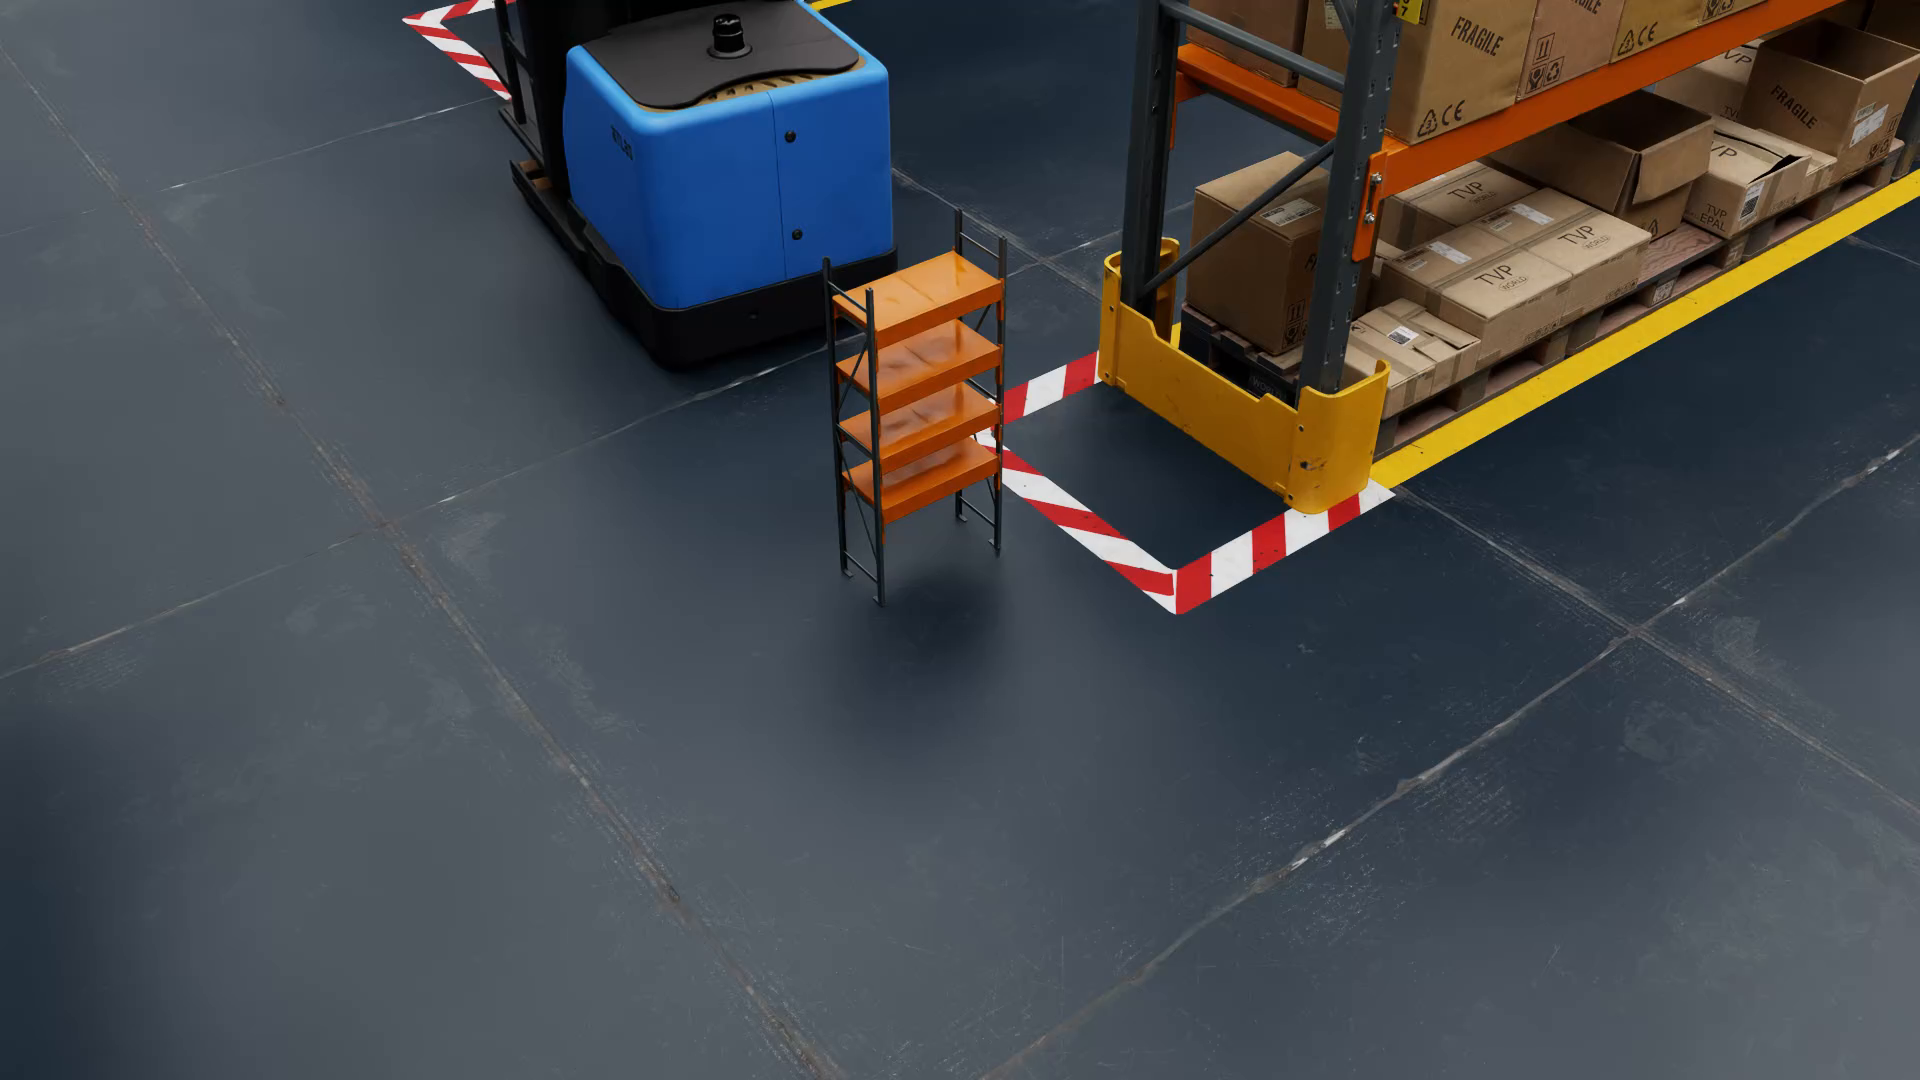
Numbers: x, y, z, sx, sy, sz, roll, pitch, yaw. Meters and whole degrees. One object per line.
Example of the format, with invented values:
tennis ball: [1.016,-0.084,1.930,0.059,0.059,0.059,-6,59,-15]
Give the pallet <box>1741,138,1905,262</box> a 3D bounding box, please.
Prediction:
pallet: [3.574,-1.766,7.736,1.213,0.211,1.003,-26,46,-28]

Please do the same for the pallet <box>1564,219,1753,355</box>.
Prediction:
pallet: [2.606,-1.292,7.159,1.213,0.211,1.003,-26,46,-28]

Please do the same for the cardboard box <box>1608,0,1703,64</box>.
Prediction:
cardboard box: [2.265,-2.035,5.787,0.500,0.500,0.500,-26,46,-28]

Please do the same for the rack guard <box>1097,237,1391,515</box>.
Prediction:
rack guard: [1.007,-0.626,6.119,0.348,0.500,1.175,-26,46,-28]

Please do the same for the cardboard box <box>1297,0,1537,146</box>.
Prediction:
cardboard box: [1.460,-1.641,5.306,0.500,0.500,0.500,-25,46,-27]

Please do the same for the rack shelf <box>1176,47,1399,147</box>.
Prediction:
rack shelf: [2.533,-2.134,6.399,3.809,0.124,0.919,-26,46,-28]

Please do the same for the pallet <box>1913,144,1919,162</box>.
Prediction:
pallet: [4.741,-2.364,8.466,1.213,0.211,1.003,-26,46,-28]

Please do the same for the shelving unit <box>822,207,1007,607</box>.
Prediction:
shelving unit: [-0.131,-0.400,5.291,0.503,1.200,0.258,-26,46,-28]

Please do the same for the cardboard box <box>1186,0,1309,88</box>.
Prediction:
cardboard box: [1.136,-1.912,5.637,0.500,0.500,0.500,-25,45,-27]

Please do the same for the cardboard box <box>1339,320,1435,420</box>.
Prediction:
cardboard box: [1.489,-0.620,6.042,0.250,0.149,0.380,-26,46,-28]

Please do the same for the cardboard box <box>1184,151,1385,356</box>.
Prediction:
cardboard box: [1.228,-1.101,6.351,0.500,0.500,0.500,-26,46,-28]

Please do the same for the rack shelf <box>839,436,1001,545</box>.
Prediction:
rack shelf: [-0.131,-0.194,5.460,0.480,0.148,0.258,-26,46,-28]

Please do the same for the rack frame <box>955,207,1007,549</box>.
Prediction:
rack frame: [0.062,-0.494,5.406,0.015,1.200,0.240,-26,46,-28]

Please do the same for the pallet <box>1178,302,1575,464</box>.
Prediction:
pallet: [1.639,-0.823,6.587,1.213,0.211,1.003,-26,46,-28]

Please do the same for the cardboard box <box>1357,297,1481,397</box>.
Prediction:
cardboard box: [1.687,-0.724,6.154,0.250,0.166,0.380,-26,46,-28]

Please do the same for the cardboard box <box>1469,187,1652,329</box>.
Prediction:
cardboard box: [2.344,-1.124,6.576,0.500,0.250,0.500,-26,46,-28]

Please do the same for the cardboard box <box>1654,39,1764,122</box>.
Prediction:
cardboard box: [3.654,-2.186,7.823,0.500,0.311,0.500,-26,46,-28]

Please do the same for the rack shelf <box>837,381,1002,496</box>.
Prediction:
rack shelf: [-0.131,-0.348,5.334,0.480,0.148,0.258,-26,46,-28]

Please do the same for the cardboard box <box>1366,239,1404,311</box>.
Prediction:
cardboard box: [1.604,-1.083,6.592,0.250,0.166,0.380,-26,46,-28]

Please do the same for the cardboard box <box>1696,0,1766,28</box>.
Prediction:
cardboard box: [2.663,-2.228,6.022,0.500,0.500,0.500,-25,46,-28]

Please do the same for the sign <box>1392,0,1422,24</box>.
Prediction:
sign: [1.278,-1.625,4.683,0.005,0.325,0.100,-26,46,-28]

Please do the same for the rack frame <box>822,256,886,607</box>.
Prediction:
rack frame: [-0.325,-0.306,5.177,0.015,1.200,0.240,-26,46,-28]

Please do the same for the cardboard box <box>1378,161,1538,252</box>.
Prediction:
cardboard box: [2.000,-1.356,6.859,0.500,0.250,0.500,-26,46,-28]

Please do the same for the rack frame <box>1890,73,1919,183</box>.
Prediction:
rack frame: [4.119,-3.109,7.175,0.127,3.000,1.000,-26,46,-28]

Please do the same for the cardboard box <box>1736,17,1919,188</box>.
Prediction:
cardboard box: [3.840,-1.950,7.386,0.500,0.500,0.500,-26,46,-28]

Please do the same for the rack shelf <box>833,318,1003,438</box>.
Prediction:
rack shelf: [-0.131,-0.521,5.192,0.480,0.148,0.258,-26,46,-28]

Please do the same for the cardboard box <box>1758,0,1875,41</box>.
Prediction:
cardboard box: [4.335,-2.648,8.236,0.500,0.500,0.500,-26,46,-28]

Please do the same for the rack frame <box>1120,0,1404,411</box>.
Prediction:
rack frame: [0.947,-1.563,5.290,0.127,3.000,1.000,-26,46,-28]

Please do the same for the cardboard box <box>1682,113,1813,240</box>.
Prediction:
cardboard box: [3.245,-1.587,7.093,0.500,0.311,0.500,-26,46,-28]

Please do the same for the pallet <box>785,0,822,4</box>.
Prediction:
pallet: [-1.391,-3.277,9.578,1.213,0.211,1.003,-26,46,-28]

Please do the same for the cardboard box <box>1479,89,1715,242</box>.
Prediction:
cardboard box: [2.632,-1.585,6.939,0.637,0.503,0.797,-26,46,-28]

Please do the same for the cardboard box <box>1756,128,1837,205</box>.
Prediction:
cardboard box: [3.579,-1.639,7.284,0.250,0.149,0.380,-26,46,-28]

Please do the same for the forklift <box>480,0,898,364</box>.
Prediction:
forklift: [-1.410,-2.739,6.777,1.130,2.935,3.031,-19,43,-22]

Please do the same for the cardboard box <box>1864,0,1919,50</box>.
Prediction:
cardboard box: [4.651,-2.377,7.907,0.500,0.500,0.500,-28,47,-30]

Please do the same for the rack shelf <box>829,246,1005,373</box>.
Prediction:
rack shelf: [-0.131,-0.704,5.042,0.480,0.148,0.258,-26,46,-28]

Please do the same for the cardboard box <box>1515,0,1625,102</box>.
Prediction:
cardboard box: [1.865,-1.843,5.553,0.500,0.500,0.500,-26,46,-28]
